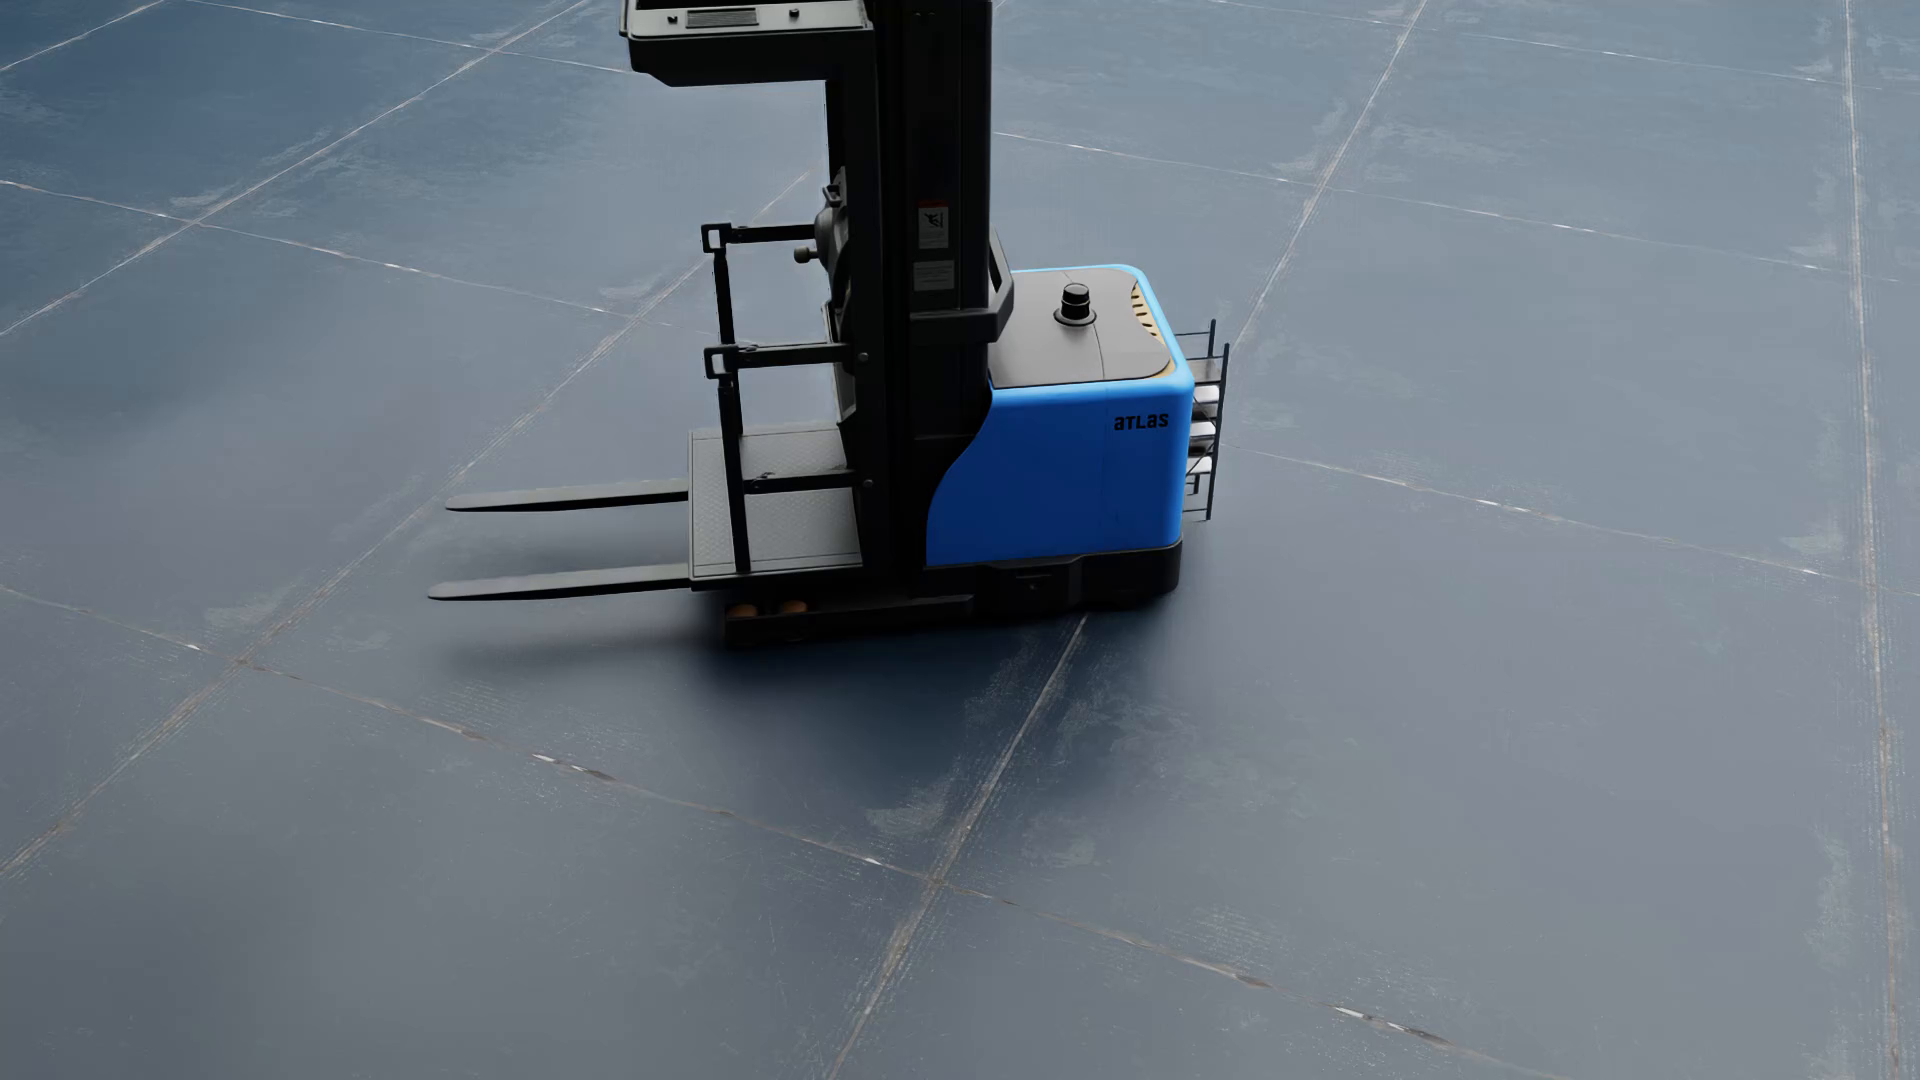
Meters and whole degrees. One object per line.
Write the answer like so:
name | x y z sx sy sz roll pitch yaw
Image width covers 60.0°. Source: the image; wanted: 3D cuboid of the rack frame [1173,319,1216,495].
rack frame | 0.958 -0.558 7.245 0.240 0.900 0.006 -5 37 -7

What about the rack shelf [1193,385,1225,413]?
rack shelf | 0.974 -0.615 7.077 0.258 0.077 0.200 -5 37 -7

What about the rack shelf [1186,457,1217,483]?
rack shelf | 0.974 -0.327 7.292 0.258 0.077 0.200 -5 37 -7

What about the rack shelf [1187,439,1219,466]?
rack shelf | 0.974 -0.399 7.238 0.258 0.077 0.200 -5 37 -7

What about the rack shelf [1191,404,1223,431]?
rack shelf | 0.974 -0.543 7.131 0.258 0.077 0.200 -5 37 -7

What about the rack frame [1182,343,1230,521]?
rack frame | 0.989 -0.438 7.084 0.240 0.900 0.006 -5 37 -7

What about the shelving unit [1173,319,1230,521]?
shelving unit | 0.974 -0.498 7.165 0.258 0.900 0.210 -5 37 -7

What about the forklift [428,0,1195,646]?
forklift | -0.650 -1.088 6.257 3.031 2.935 1.130 -5 37 -6

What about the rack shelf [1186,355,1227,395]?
rack shelf | 0.974 -0.688 7.023 0.258 0.077 0.200 -5 37 -7

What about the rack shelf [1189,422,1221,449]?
rack shelf | 0.974 -0.471 7.185 0.258 0.077 0.200 -5 37 -7
